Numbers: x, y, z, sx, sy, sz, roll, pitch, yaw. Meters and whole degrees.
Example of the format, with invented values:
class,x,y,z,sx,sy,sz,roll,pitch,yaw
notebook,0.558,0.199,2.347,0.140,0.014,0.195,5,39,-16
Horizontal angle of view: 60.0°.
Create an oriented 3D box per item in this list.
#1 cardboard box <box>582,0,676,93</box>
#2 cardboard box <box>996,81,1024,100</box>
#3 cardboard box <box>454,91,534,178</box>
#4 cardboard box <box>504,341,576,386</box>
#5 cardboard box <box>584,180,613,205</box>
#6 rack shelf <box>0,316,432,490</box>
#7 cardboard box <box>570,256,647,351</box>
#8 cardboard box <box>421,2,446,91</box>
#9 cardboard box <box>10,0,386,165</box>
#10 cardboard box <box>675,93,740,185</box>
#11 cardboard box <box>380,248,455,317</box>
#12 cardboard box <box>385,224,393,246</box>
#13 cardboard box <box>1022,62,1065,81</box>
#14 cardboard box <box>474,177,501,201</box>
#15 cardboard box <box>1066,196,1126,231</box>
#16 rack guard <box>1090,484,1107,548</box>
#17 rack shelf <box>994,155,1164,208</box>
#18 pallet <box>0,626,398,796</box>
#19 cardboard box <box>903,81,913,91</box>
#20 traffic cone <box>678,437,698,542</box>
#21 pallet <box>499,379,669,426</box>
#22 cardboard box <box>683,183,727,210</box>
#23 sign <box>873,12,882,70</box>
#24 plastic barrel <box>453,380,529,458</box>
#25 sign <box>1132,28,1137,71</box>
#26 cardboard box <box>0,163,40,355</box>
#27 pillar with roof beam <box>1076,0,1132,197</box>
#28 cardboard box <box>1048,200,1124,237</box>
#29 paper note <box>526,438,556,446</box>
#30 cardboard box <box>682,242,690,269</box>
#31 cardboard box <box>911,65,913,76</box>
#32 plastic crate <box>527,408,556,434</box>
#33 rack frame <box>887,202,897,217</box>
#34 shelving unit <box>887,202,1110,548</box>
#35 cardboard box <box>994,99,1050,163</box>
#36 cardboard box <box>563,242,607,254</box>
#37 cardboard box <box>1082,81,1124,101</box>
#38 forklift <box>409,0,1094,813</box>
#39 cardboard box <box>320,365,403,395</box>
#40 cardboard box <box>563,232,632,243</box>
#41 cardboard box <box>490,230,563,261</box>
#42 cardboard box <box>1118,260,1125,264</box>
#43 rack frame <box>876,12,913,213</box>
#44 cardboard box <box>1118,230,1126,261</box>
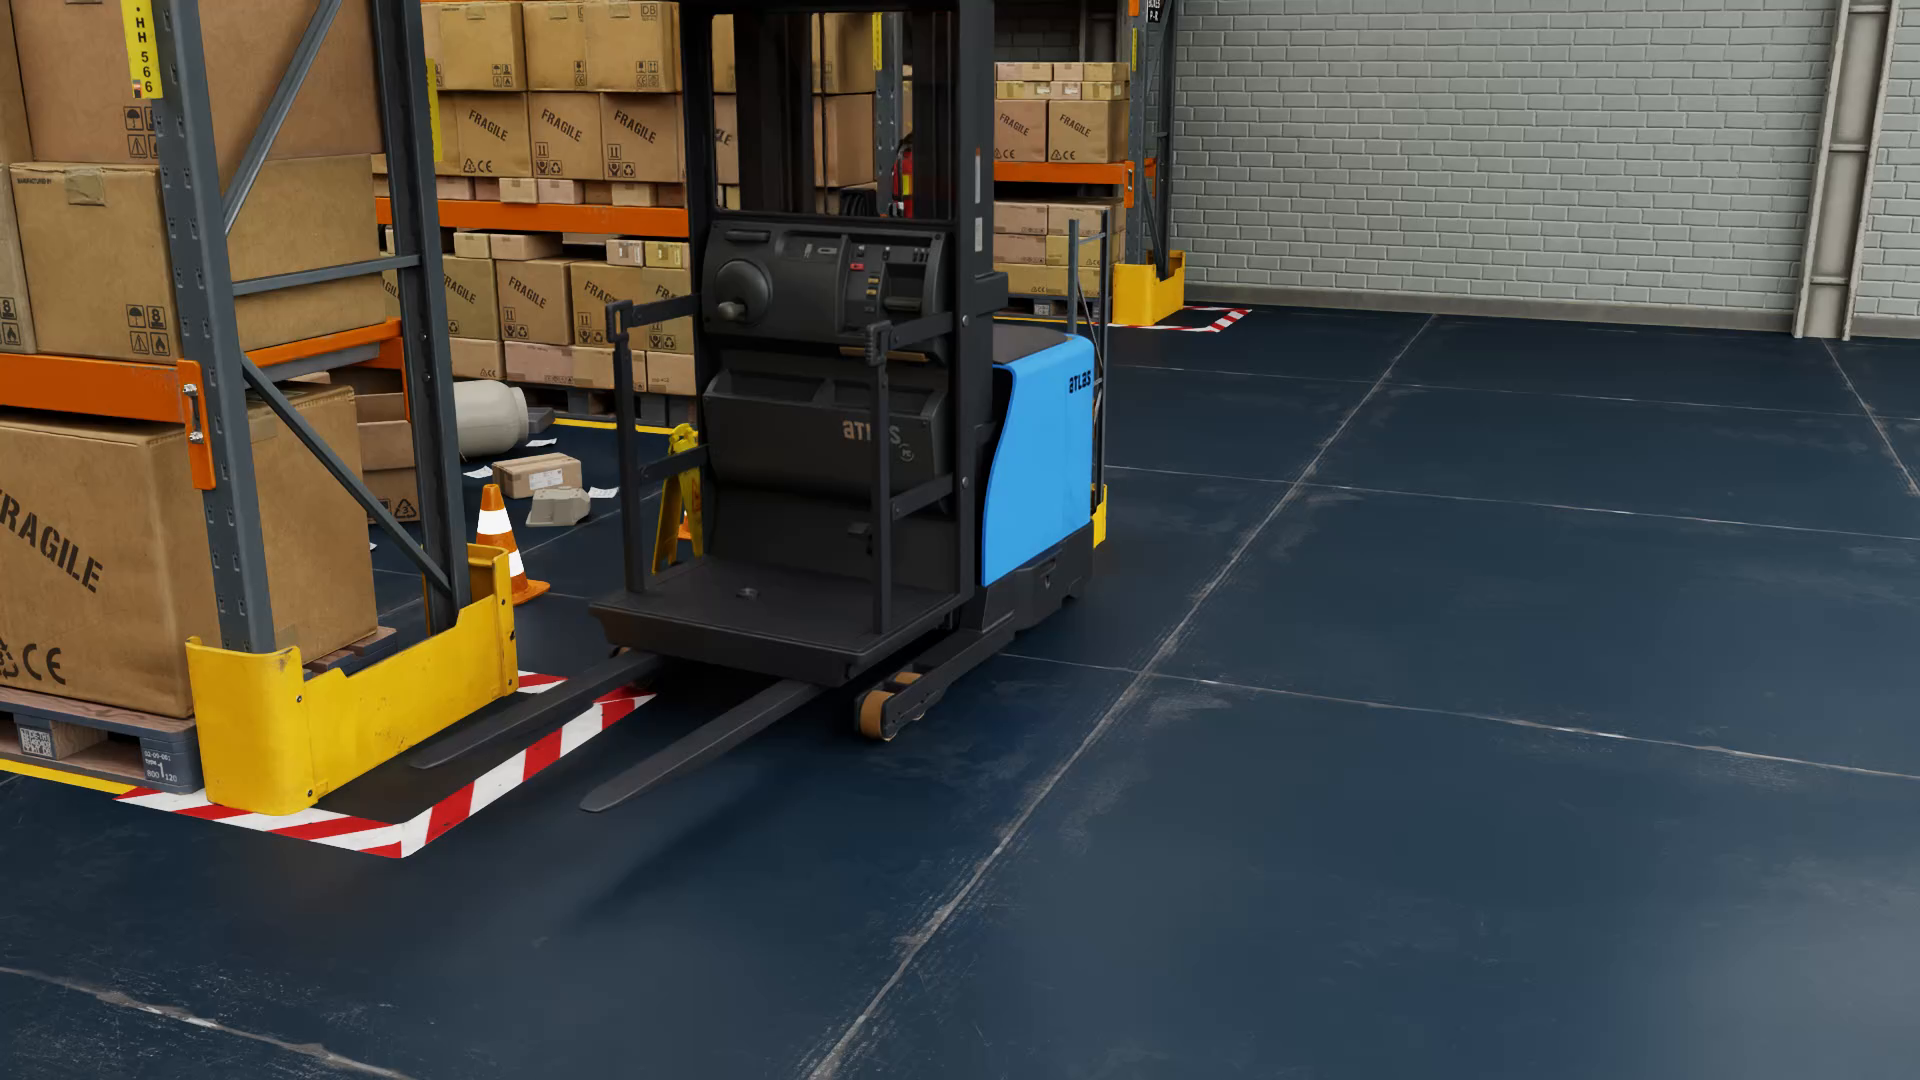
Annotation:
class,x,y,z,sx,sy,sz,roll,pitch,yaw
cardboard box,-1.749,-2.836,9.556,0.500,0.500,0.700,6,17,20
cardboard box,0.485,-3.789,14.004,0.250,0.149,0.380,6,17,20
cardboard box,-2.689,-2.473,10.099,0.500,0.500,0.500,6,17,20
cardboard box,-2.489,-1.145,10.416,0.500,0.250,0.500,6,17,20
cardboard box,-2.054,-2.114,10.025,0.250,0.149,0.380,6,17,21
rack shelf,-3.796,-0.655,5.840,4.000,0.370,1.077,6,17,21
cardboard box,-2.008,-1.452,10.128,0.500,0.500,0.500,6,17,19
cardboard box,-3.137,-3.011,10.160,0.500,0.500,0.700,6,17,21
cardboard box,-2.266,-1.435,5.029,0.550,0.550,0.875,6,17,21
cardboard box,-1.283,-2.318,9.563,0.500,0.500,0.500,6,17,21
cardboard box,-3.484,-1.610,10.674,0.500,0.500,0.500,7,18,23
cardboard box,-5.262,-3.190,16.788,0.625,0.625,0.875,7,18,22
cardboard box,0.700,-3.899,13.848,0.250,0.149,0.380,7,17,22
cardboard box,-2.770,-2.178,10.247,0.250,0.149,0.380,6,17,20
cardboard box,1.227,-2.838,14.453,0.500,0.250,0.500,6,17,20
rack guard,0.534,-0.061,7.436,0.087,0.250,0.587,6,17,21
rack shelf,-0.256,-3.237,14.734,4.000,0.370,1.077,6,17,21
pallet,-2.708,0.482,5.636,1.213,0.211,1.003,6,17,21
cardboard box,-0.485,-3.882,14.324,0.250,0.149,0.380,6,17,19
traffic cone,-1.177,-0.259,7.735,0.334,0.463,0.336,6,17,21
pallet,-2.158,-0.976,10.658,1.213,0.211,1.003,6,17,21
cardboard box,-1.397,-2.000,9.632,0.250,0.149,0.380,7,17,22
sign,-0.435,-2.656,8.799,0.005,0.325,0.100,6,17,21
plastic barrel,-2.690,-0.672,9.228,0.512,0.421,0.421,-9,18,-27
sign,1.393,-3.908,13.255,0.005,0.325,0.100,6,17,21
cardboard box,-2.817,-0.945,5.279,0.550,0.550,0.875,6,17,21
pillar with roof beam,-0.292,-5.447,10.297,0.400,9.000,9.100,6,17,21
cardboard box,1.062,-2.705,13.998,0.500,0.250,0.500,7,18,22
paper note,-2.407,-0.565,9.567,0.148,0.019,0.142,0,16,1
cardboard box,-1.420,-1.677,9.742,0.250,0.149,0.380,7,18,22
cardboard box,-0.235,-4.018,14.256,0.250,0.149,0.380,7,17,21
plastic crate,-2.775,-0.724,10.024,0.583,0.080,0.402,0,16,1
rack frame,-0.394,-0.764,7.614,0.032,1.500,0.500,6,17,21
shelving unit,0.071,-0.712,7.438,1.083,1.500,0.587,6,17,21
cardboard box,0.571,-3.464,14.045,0.500,0.500,0.500,7,18,22
cardboard box,-2.336,-1.646,10.798,0.500,0.500,0.500,7,18,24
cardboard box,1.179,-3.700,13.696,0.250,0.149,0.380,7,17,21
forklift,-0.570,-0.893,5.491,1.130,2.935,3.031,8,18,26
cardboard box,-3.437,-0.838,9.658,0.500,0.500,0.500,-9,18,-27
cardboard box,-3.325,-2.980,16.065,0.625,0.625,0.875,6,17,20
cardboard box,-2.660,-1.815,10.214,0.250,0.149,0.380,7,18,24
cardboard box,1.220,-2.360,14.602,0.500,0.250,0.500,6,17,21
rack frame,-0.213,-2.090,9.493,0.127,3.000,1.000,6,17,21
cardboard box,1.244,-2.601,14.535,0.500,0.250,0.500,7,17,22
